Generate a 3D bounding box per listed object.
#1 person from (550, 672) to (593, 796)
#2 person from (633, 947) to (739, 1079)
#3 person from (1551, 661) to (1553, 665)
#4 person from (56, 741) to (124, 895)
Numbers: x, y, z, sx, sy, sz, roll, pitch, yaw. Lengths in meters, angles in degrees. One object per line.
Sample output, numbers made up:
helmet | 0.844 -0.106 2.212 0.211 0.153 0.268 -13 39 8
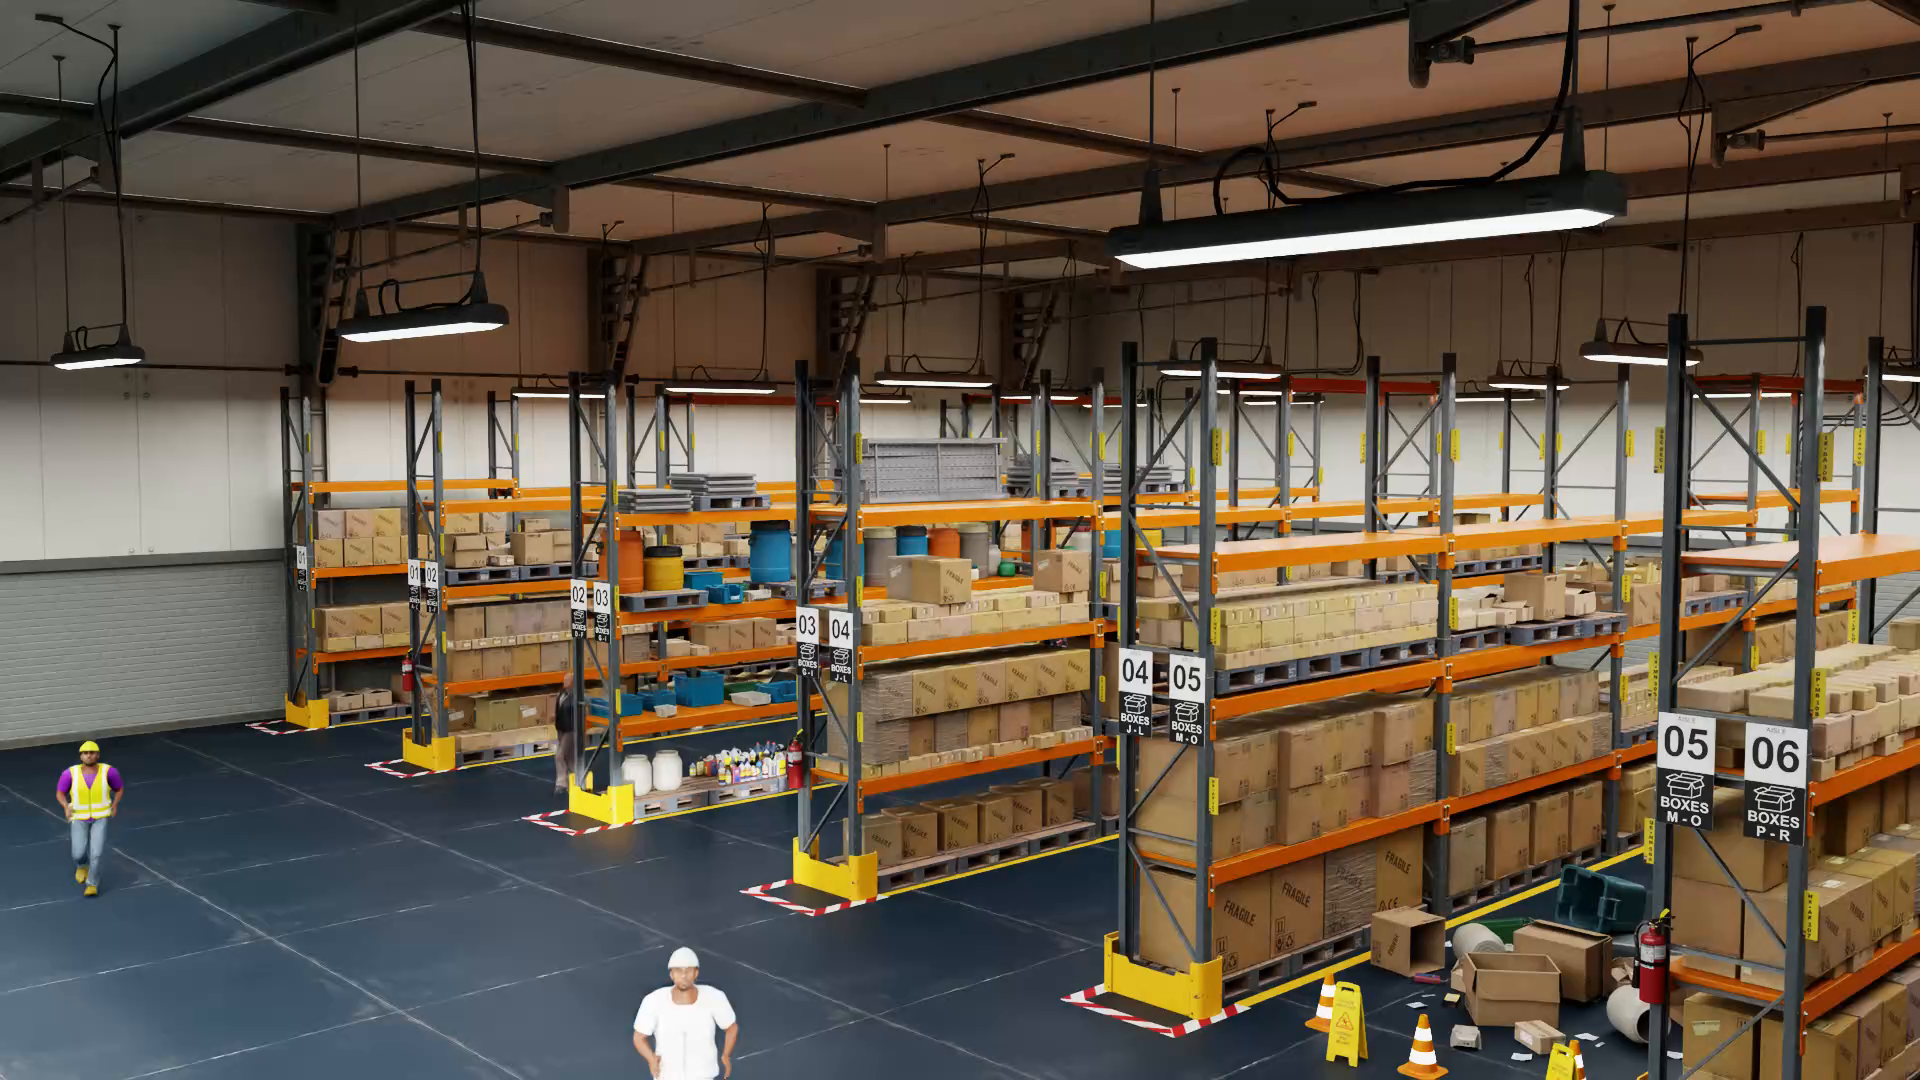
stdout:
person | -5.599 2.795 23.965 0.675 1.791 0.722 3 5 40
person | -1.837 3.588 11.170 0.707 1.724 0.730 -1 4 -9
person | 9.343 2.680 26.667 0.549 1.551 0.582 3 5 38
person | -9.758 3.111 18.673 0.678 1.724 0.577 -2 4 -27
